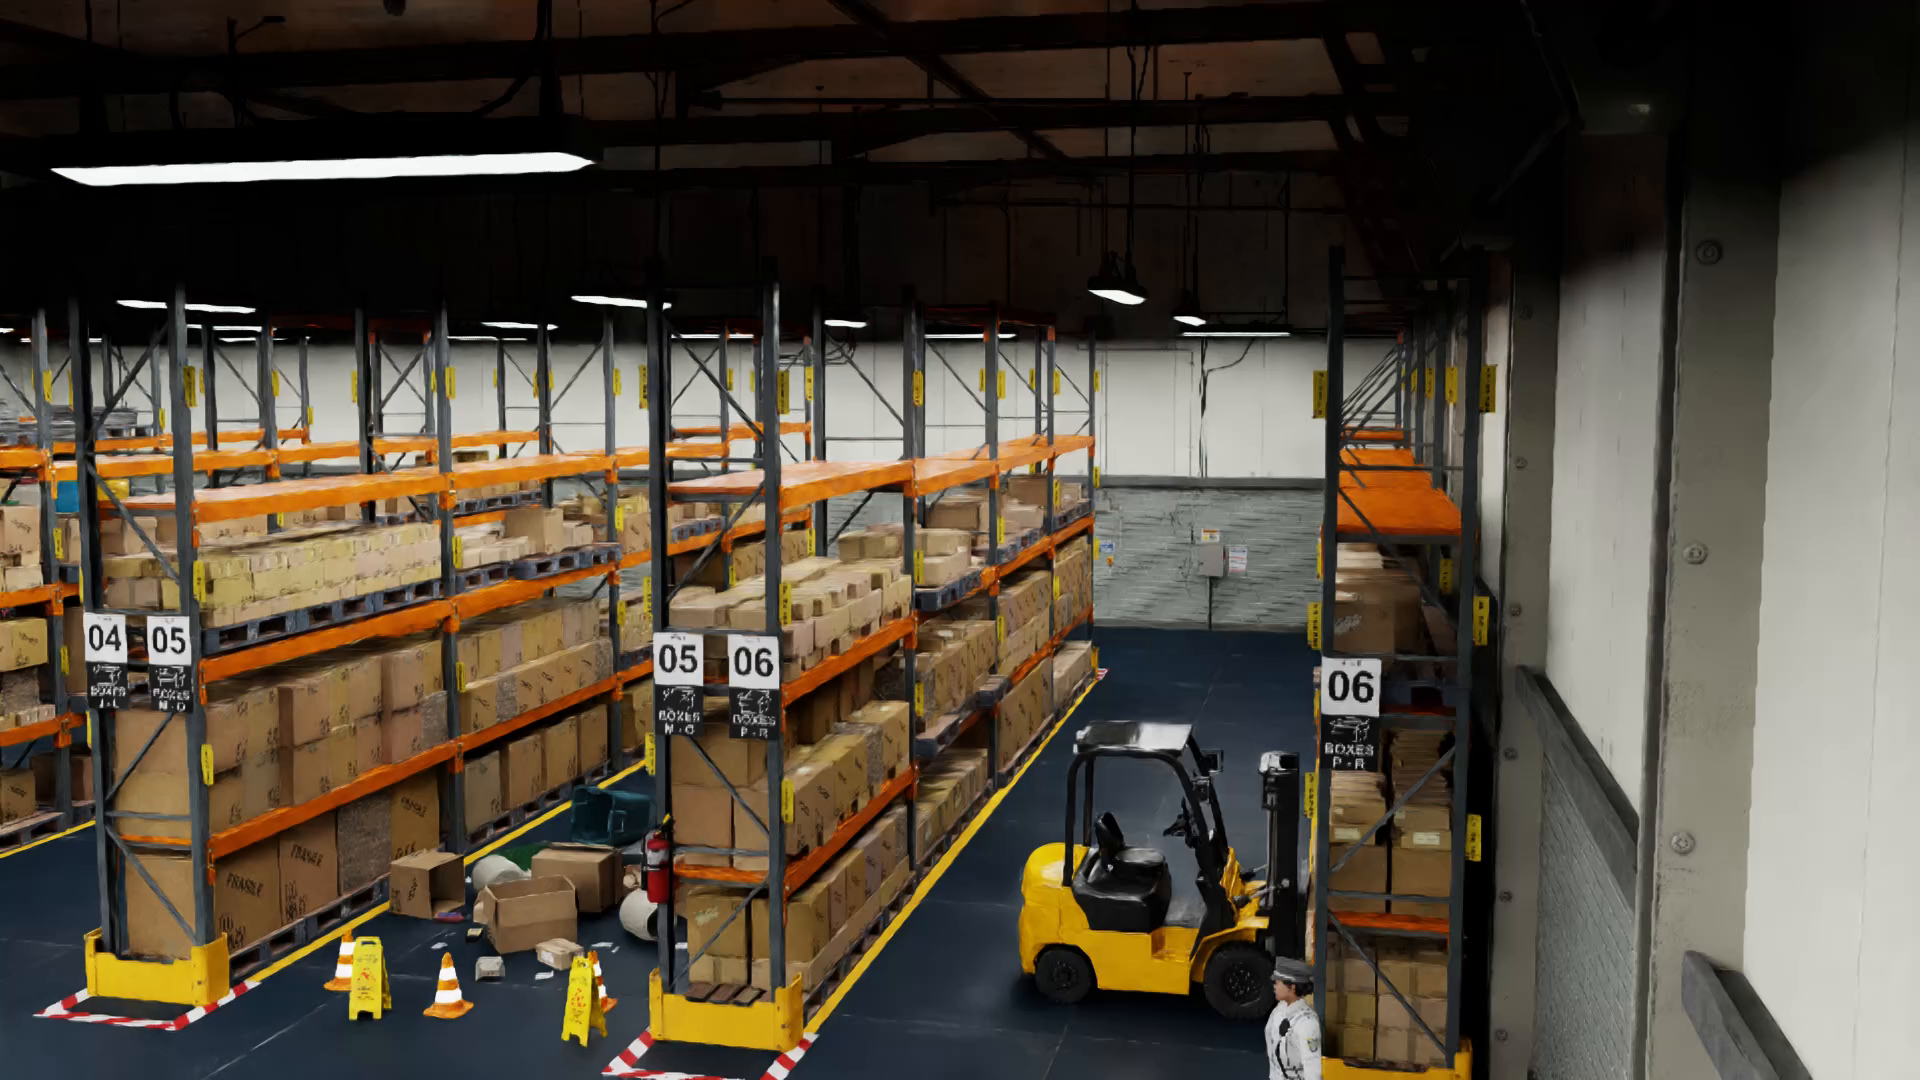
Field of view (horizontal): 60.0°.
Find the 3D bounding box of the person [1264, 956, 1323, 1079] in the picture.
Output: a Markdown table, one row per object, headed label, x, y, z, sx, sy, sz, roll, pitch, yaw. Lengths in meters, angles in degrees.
| label | x | y | z | sx | sy | sz | roll | pitch | yaw |
| --- | --- | --- | --- | --- | --- | --- | --- | --- | --- |
| person | 2.093 | 3.337 | 10.026 | 0.524 | 1.669 | 0.570 | -1 | 6 | -14 |
